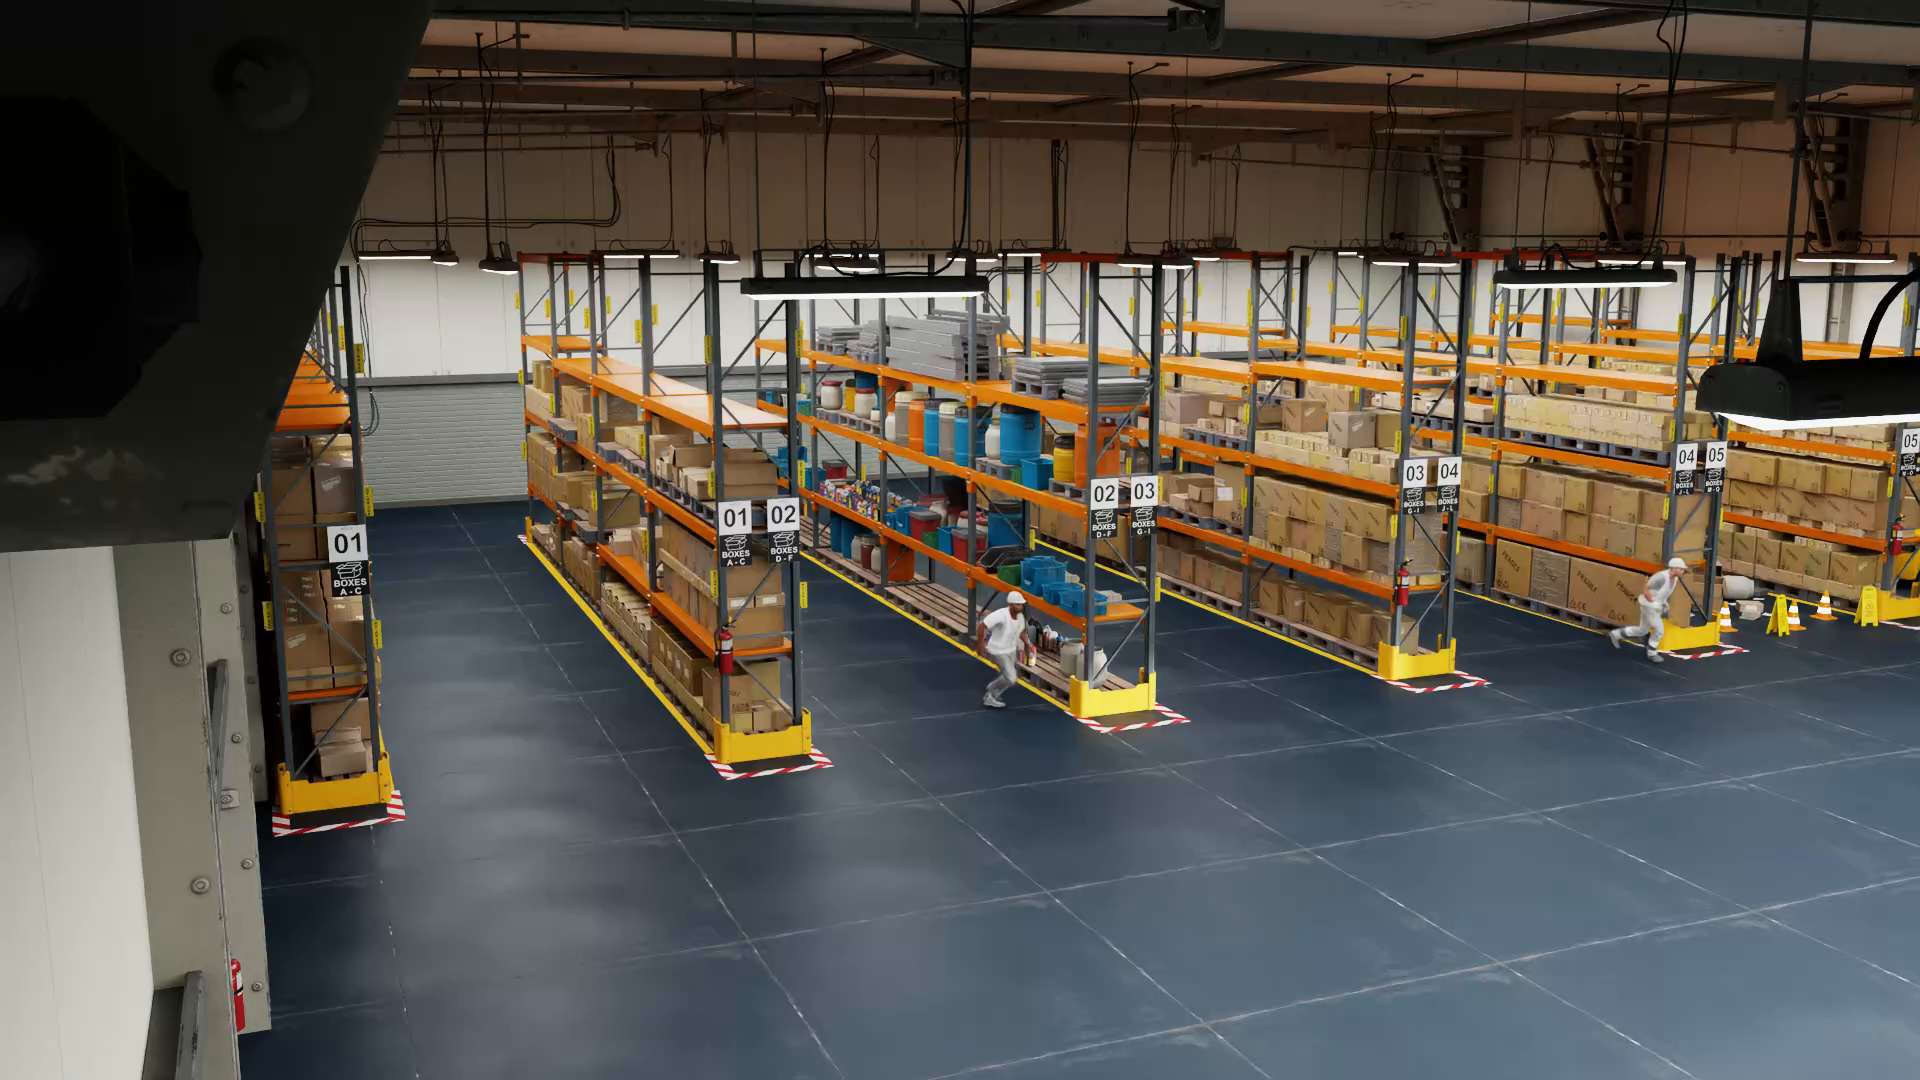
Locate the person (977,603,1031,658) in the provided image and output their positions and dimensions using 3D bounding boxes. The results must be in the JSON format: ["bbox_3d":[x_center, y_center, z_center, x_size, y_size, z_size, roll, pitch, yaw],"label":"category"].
[{"bbox_3d":[0.636,1.138,22.176,0.586,0.849,0.730,9,14,42],"label":"person"}]

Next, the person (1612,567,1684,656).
[{"bbox_3d":[10.381,0.998,25.105,0.668,1.500,0.997,-10,14,-42],"label":"person"}]

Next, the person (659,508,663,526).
[{"bbox_3d":[-6.347,-0.794,34.624,0.511,1.449,0.817,-8,13,-38],"label":"person"}]
